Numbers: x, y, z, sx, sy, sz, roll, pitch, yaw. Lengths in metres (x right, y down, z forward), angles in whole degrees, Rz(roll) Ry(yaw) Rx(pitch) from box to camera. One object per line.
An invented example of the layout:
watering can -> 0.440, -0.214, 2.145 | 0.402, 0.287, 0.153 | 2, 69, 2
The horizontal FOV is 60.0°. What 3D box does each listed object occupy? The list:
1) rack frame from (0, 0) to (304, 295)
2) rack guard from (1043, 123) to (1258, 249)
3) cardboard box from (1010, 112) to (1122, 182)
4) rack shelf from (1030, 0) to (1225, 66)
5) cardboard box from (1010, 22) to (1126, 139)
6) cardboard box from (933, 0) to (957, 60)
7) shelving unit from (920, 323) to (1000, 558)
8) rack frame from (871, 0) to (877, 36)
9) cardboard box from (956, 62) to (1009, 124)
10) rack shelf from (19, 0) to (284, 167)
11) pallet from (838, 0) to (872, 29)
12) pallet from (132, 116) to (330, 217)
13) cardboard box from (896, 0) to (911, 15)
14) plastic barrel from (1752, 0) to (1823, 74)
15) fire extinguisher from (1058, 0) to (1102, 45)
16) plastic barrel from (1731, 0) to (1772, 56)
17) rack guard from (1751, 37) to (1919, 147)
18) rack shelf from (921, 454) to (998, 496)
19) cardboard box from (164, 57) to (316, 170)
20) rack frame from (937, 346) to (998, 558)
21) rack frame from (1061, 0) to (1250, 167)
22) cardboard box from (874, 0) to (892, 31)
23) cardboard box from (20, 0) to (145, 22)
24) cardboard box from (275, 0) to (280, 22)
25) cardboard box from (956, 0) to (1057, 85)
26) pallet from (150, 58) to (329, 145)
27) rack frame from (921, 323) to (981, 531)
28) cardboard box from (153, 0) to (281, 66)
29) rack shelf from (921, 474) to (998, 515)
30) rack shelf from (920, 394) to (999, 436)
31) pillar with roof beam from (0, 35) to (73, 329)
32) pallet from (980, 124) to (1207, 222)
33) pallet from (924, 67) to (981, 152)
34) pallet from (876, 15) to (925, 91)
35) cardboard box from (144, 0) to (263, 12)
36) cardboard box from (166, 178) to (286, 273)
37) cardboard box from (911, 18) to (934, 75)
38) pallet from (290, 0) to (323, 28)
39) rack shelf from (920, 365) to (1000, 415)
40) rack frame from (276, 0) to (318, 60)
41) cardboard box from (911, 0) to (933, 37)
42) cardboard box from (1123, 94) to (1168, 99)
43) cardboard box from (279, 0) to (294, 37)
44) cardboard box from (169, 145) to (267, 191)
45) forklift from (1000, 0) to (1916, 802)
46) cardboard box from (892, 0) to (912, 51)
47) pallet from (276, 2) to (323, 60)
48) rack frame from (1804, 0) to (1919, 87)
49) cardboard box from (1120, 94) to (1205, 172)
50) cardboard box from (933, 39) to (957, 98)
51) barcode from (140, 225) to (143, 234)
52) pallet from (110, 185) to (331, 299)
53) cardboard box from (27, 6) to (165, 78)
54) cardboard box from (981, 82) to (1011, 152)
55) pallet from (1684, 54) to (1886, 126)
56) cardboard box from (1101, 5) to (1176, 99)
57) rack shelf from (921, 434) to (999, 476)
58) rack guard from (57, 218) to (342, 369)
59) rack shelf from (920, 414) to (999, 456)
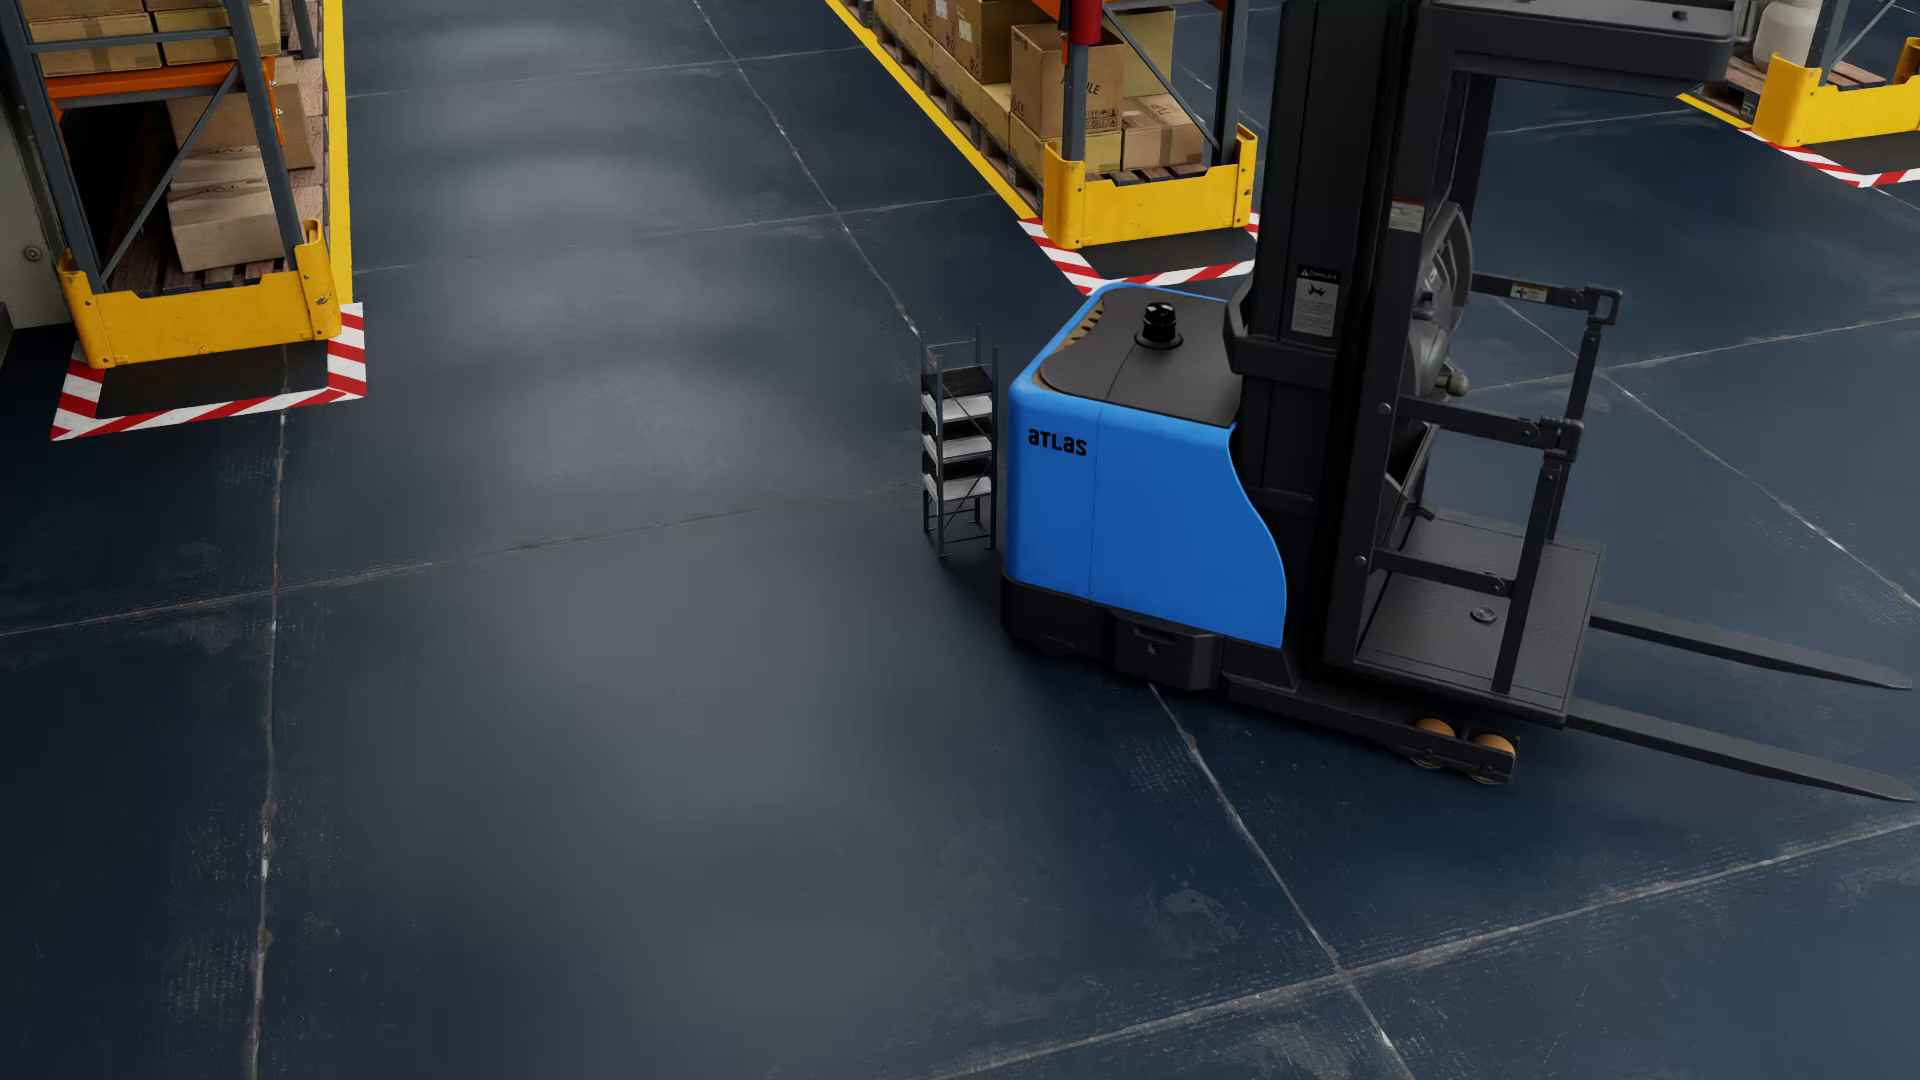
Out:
rack frame -> -3.665, -2.213, 7.379 | 1.000, 3.000, 0.127 | -10, 35, -15
rack guard -> 1.059, -1.993, 9.313 | 1.175, 0.500, 0.348 | -10, 35, -15
cardboard box -> 0.606, -2.308, 9.636 | 0.500, 0.250, 0.500 | -10, 35, -15
rack shelf -> 0.441, -3.798, 10.430 | 1.077, 0.370, 4.000 | -10, 35, -15
cardboard box -> 0.604, -2.621, 9.428 | 0.500, 0.500, 0.500 | -10, 35, -15
cardboard box -> 0.134, -3.406, 10.617 | 0.500, 0.500, 0.500 | -10, 35, -15
shelving unit -> -0.002, -0.380, 6.508 | 0.258, 0.900, 0.210 | -10, 35, -15
rack frame -> -0.169, -5.149, 11.821 | 1.000, 3.000, 0.127 | -10, 35, -15
cardboard box -> 0.288, -2.831, 10.427 | 0.500, 0.250, 0.500 | -10, 35, -15
rack shelf -> -4.275, -2.963, 9.166 | 1.077, 0.370, 4.000 | -10, 35, -15
pallet -> -0.431, -4.365, 13.165 | 1.003, 0.211, 1.213 | -10, 35, -15
pallet -> -4.271, -2.162, 9.830 | 1.003, 0.211, 1.213 | -10, 35, -15
cardboard box -> -0.165, -3.932, 11.413 | 0.500, 0.500, 0.500 | -10, 35, -15
plastic barrel -> 5.496, -3.349, 10.974 | 0.421, 0.512, 0.421 | 0, 33, 0
fire extinguisher -> 0.645, -2.876, 8.452 | 0.296, 0.674, 0.183 | -10, 35, -15
plastic barrel -> 5.343, -3.613, 11.372 | 0.421, 0.512, 0.421 | 0, 33, 0
rack guard -> 5.702, -2.869, 10.638 | 1.175, 0.500, 0.348 | -10, 35, -15
rack shelf -> -0.002, -0.277, 6.576 | 0.258, 0.077, 0.200 | -10, 35, -15
cardboard box -> -4.141, -2.425, 9.568 | 0.700, 0.500, 0.500 | -12, 35, -18
rack frame -> 0.029, -0.326, 6.428 | 0.240, 0.900, 0.006 | -10, 35, -15
rack frame -> 1.051, -3.048, 8.642 | 1.000, 3.000, 0.127 | -10, 35, -15
cardboard box -> -0.316, -3.882, 12.017 | 0.500, 0.250, 0.500 | -10, 35, -15
cardboard box -> -4.011, -2.684, 7.528 | 0.500, 0.500, 0.500 | -10, 35, -15
cardboard box -> -3.684, -2.739, 8.292 | 0.500, 0.250, 0.500 | -11, 35, -16
cardboard box -> 0.285, -3.143, 10.219 | 0.500, 0.500, 0.500 | -10, 35, -15
pallet -> -4.647, -2.803, 10.801 | 1.003, 0.211, 1.213 | -10, 35, -15
rack frame -> -0.033, -0.433, 6.589 | 0.240, 0.900, 0.006 | -10, 35, -15
cardboard box -> -3.512, -2.469, 7.883 | 0.500, 0.250, 0.500 | -11, 35, -16
rack shelf -> -0.002, -0.202, 6.626 | 0.258, 0.077, 0.200 | -10, 35, -15
rack shelf -> -0.002, -0.502, 6.428 | 0.258, 0.077, 0.200 | -10, 35, -15
pillar with roof beam -> -0.603, -5.662, 7.157 | 9.100, 9.000, 0.400 | -10, 35, -15
pallet -> 0.778, -2.280, 10.008 | 1.003, 0.211, 1.213 | -10, 35, -15
pallet -> 0.410, -2.919, 10.976 | 1.003, 0.211, 1.213 | -10, 35, -15
pallet -> 0.034, -3.561, 11.947 | 1.003, 0.211, 1.213 | -10, 35, -15
cardboard box -> -3.525, -2.773, 7.664 | 0.500, 0.500, 0.500 | -10, 35, -15
cardboard box -> -3.790, -1.654, 8.571 | 0.500, 0.311, 0.500 | -14, 36, -20
cardboard box -> -0.021, -3.355, 11.220 | 0.500, 0.250, 0.500 | -10, 35, -15
pallet -> -5.500, -4.200, 12.915 | 1.003, 0.211, 1.213 | -10, 35, -15
rack shelf -> -0.002, -0.577, 6.378 | 0.258, 0.077, 0.200 | -10, 35, -15
rack frame -> -4.885, -4.314, 10.557 | 1.000, 3.000, 0.127 | -10, 35, -15
cardboard box -> -0.020, -3.668, 11.014 | 0.500, 0.500, 0.500 | -10, 35, -15
cardboard box -> 0.944, -2.657, 10.164 | 0.500, 0.250, 0.500 | -10, 35, -15
cardboard box -> -5.126, -3.838, 11.705 | 0.700, 0.500, 0.500 | -9, 34, -13
cardboard box -> -3.964, -1.953, 9.024 | 0.500, 0.311, 0.500 | -7, 34, -11
forklift -> 1.708, -0.746, 5.220 | 3.031, 2.935, 1.130 | 14, 36, 20
cardboard box -> -0.168, -3.619, 11.619 | 0.500, 0.250, 0.500 | -10, 35, -15
pallet -> -5.124, -3.559, 11.944 | 1.003, 0.211, 1.213 | -10, 35, -15
rack frame -> 5.770, -3.879, 9.900 | 1.000, 3.000, 0.127 | -10, 35, -15
cardboard box -> 1.100, -2.395, 9.767 | 0.500, 0.250, 0.500 | -10, 35, -15
cardboard box -> 0.137, -3.094, 10.824 | 0.500, 0.250, 0.500 | -10, 35, -15
barcode -> -4.177, -1.600, 8.482 | 0.001, 0.075, 0.075 | -10, 35, -15
pallet -> -3.902, -1.522, 8.862 | 1.003, 0.211, 1.213 | -10, 35, -15
cardboard box -> -3.992, -2.372, 7.737 | 0.500, 0.250, 0.500 | -10, 35, -14
cardboard box -> 0.442, -2.569, 10.030 | 0.500, 0.250, 0.500 | -10, 35, -15
pallet -> 5.459, -3.175, 11.364 | 1.003, 0.211, 1.213 | -10, 35, -15
cardboard box -> 0.945, -2.970, 9.957 | 0.500, 0.500, 0.500 | -10, 35, -15
rack shelf -> -0.002, -0.352, 6.527 | 0.258, 0.077, 0.200 | -10, 35, -15
rack guard -> -3.688, -1.210, 8.128 | 1.175, 0.500, 0.348 | -10, 35, -15
rack shelf -> -0.002, -0.427, 6.477 | 0.258, 0.077, 0.200 | -10, 35, -15
